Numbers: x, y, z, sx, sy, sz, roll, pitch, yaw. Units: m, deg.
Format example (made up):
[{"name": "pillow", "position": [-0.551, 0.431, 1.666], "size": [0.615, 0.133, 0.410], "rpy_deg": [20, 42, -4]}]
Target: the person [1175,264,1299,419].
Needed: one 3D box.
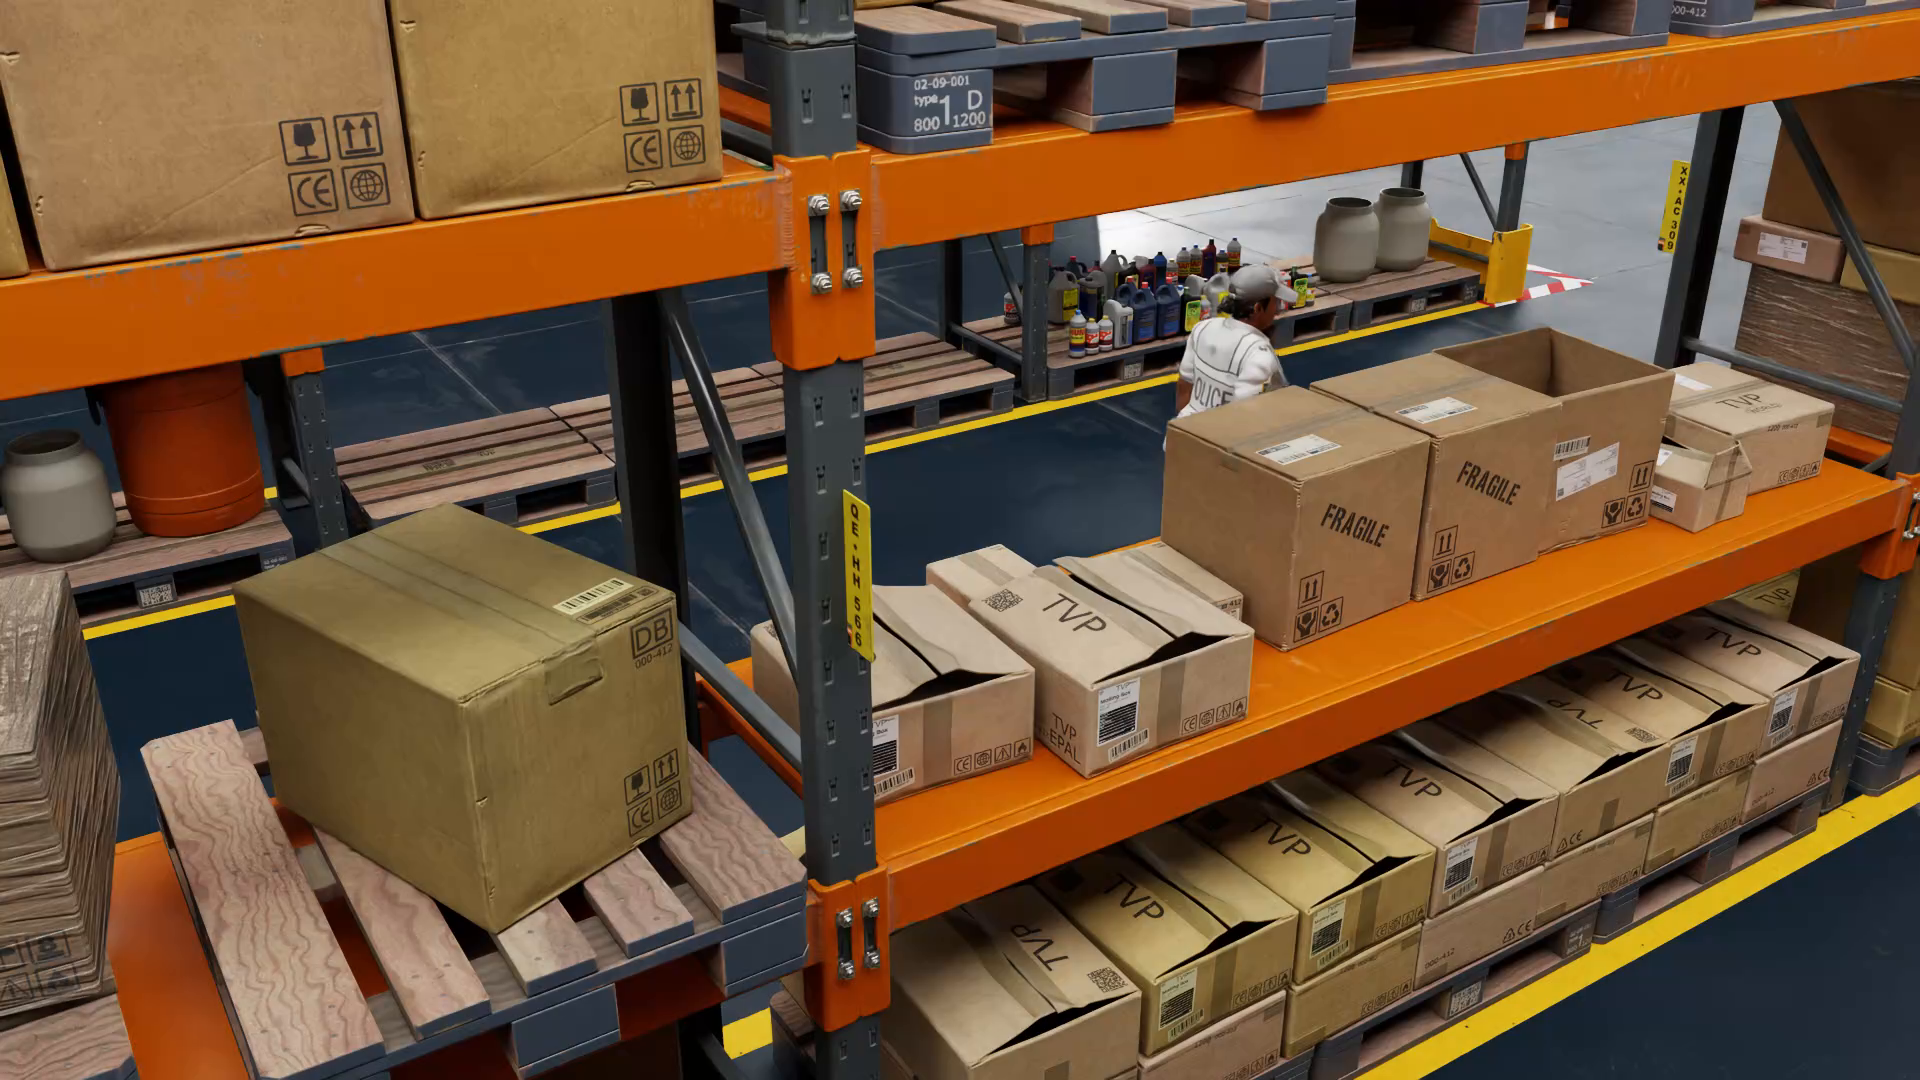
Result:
[{"name": "person", "position": [1.080, -0.313, 6.766], "size": [0.482, 1.651, 0.546], "rpy_deg": [-12, 28, -24]}]
